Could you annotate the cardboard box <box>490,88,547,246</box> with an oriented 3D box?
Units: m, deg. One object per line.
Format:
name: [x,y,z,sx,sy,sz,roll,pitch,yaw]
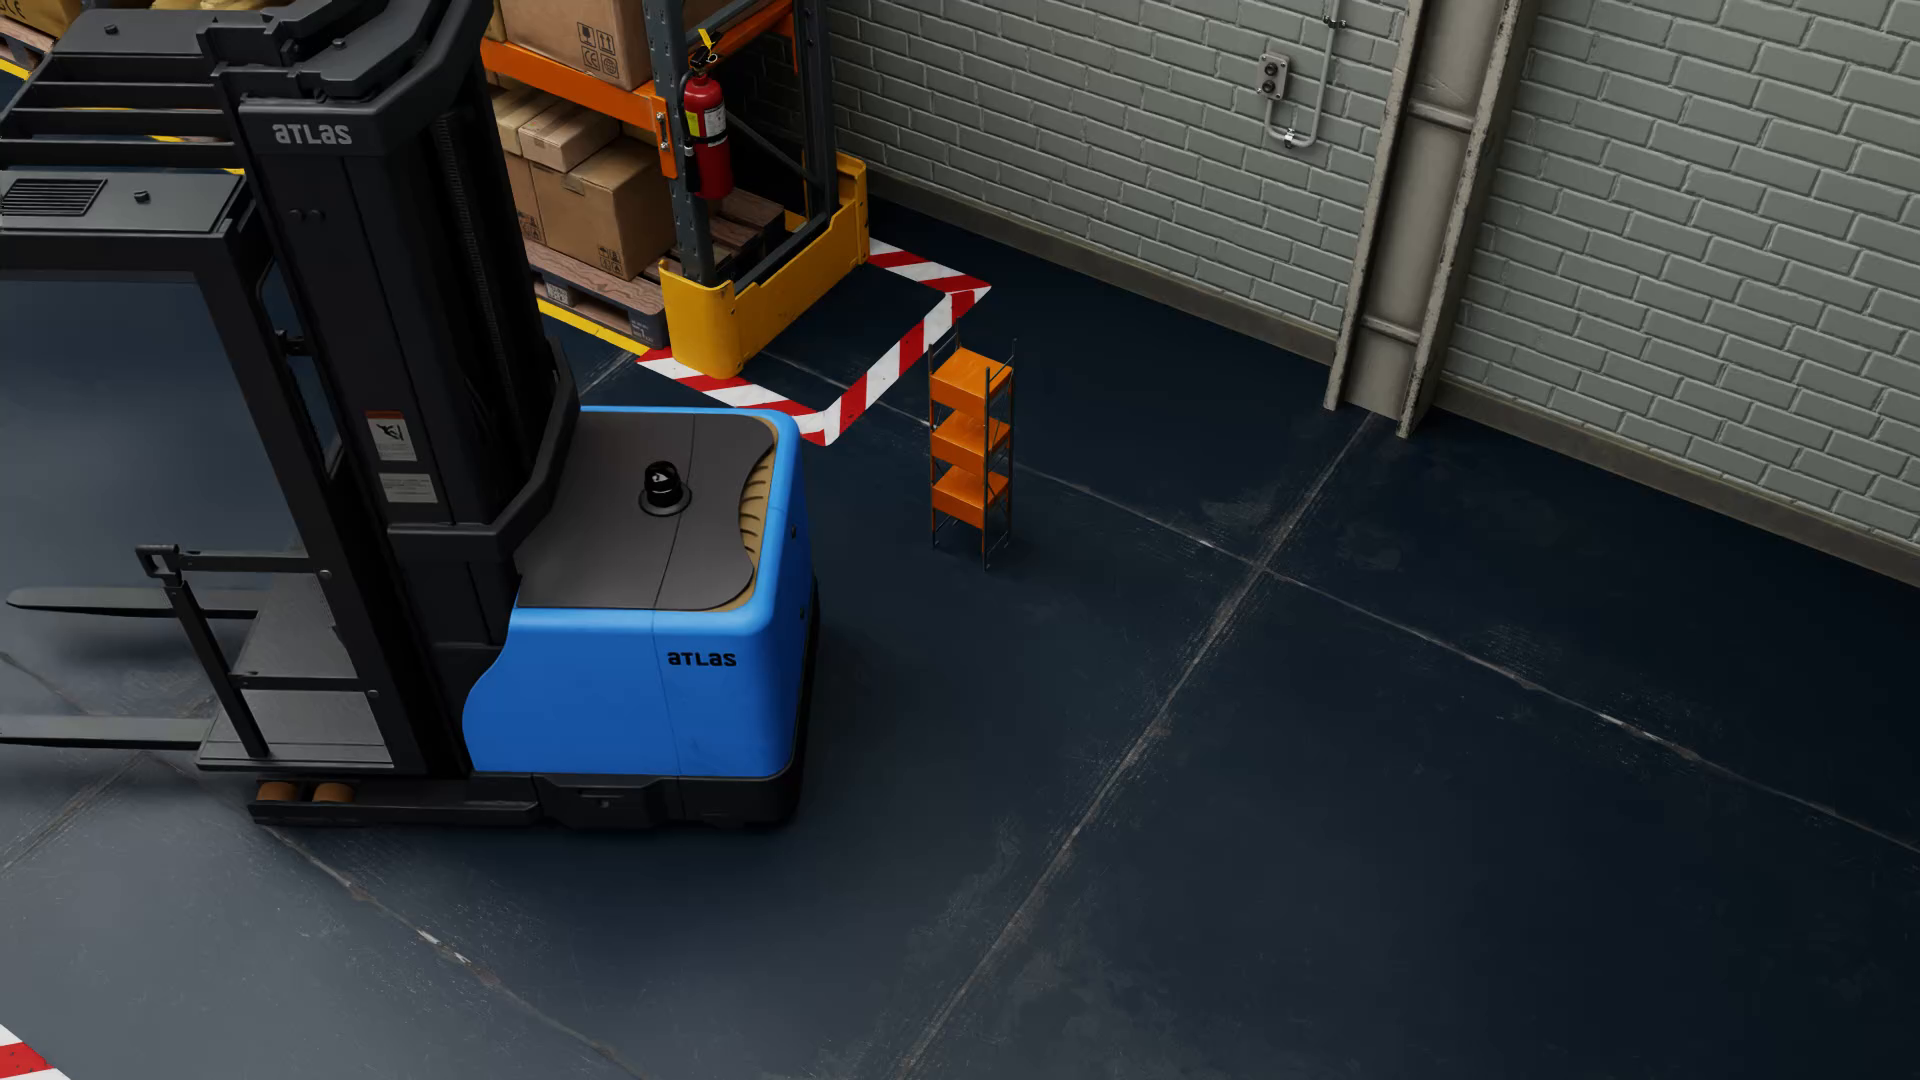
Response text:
cardboard box: [-1.958,-1.852,7.909,0.500,0.500,0.700,25,51,22]

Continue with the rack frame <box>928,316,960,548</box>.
rack frame: [-0.058,-0.392,6.399,0.008,1.050,0.200,25,51,22]

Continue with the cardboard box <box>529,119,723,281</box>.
cardboard box: [-1.536,-1.659,7.720,0.500,0.500,0.700,25,51,22]

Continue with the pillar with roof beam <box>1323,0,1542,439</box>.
pillar with roof beam: [-0.478,-1.141,1.584,0.400,9.000,9.100,25,51,22]

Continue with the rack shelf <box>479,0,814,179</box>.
rack shelf: [-2.577,-2.696,7.780,4.000,0.370,1.077,25,51,22]

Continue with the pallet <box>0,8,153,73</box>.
pallet: [-4.950,-3.003,9.521,1.213,0.211,1.003,25,51,22]

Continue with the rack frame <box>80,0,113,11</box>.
rack frame: [-4.260,-3.721,8.275,0.127,3.000,1.000,25,51,22]

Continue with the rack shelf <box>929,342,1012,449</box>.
rack shelf: [0.045,-0.536,6.157,0.240,0.259,0.215,25,51,22]

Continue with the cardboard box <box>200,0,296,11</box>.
cardboard box: [-3.496,-2.629,8.211,0.250,0.149,0.380,26,51,23]

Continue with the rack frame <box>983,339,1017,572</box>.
rack frame: [0.148,-0.298,6.307,0.008,1.050,0.200,25,51,22]

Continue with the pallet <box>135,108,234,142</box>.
pallet: [-3.662,-2.408,8.943,1.213,0.211,1.003,25,51,22]

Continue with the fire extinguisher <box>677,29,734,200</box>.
fire extinguisher: [-1.015,-1.679,6.604,0.183,0.674,0.296,25,51,22]

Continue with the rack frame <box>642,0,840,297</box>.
rack frame: [-0.893,-2.173,6.770,0.127,3.000,1.000,25,51,22]

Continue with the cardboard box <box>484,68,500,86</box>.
cardboard box: [-2.175,-2.348,7.938,0.250,0.149,0.380,25,51,23]

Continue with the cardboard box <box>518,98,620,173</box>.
cardboard box: [-1.743,-1.824,7.429,0.250,0.149,0.380,24,51,22]

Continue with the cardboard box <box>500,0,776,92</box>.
cardboard box: [-1.328,-2.469,6.848,0.700,0.700,0.980,27,52,24]

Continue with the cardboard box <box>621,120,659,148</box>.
cardboard box: [-1.323,-1.957,7.558,0.250,0.149,0.380,25,51,22]

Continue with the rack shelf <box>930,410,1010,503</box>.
rack shelf: [0.045,-0.338,6.361,0.240,0.259,0.215,25,51,22]

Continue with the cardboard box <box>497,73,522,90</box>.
cardboard box: [-1.960,-2.250,7.843,0.250,0.149,0.380,25,51,22]

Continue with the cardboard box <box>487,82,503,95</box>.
cardboard box: [-2.381,-2.047,8.097,0.500,0.500,0.700,23,50,21]

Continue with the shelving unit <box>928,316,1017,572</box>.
shelving unit: [0.045,-0.345,6.353,0.252,1.050,0.215,25,51,22]

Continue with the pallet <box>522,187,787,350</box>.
pallet: [-1.608,-1.463,8.025,1.213,0.211,1.003,25,51,22]

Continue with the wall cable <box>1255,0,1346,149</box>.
wall cable: [0.695,-2.602,6.479,1.851,1.984,0.084,25,51,22]

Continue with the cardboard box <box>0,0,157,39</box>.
cardboard box: [-4.878,-3.292,9.063,0.750,0.750,0.750,25,51,23]

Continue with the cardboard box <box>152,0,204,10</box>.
cardboard box: [-3.686,-2.645,8.679,0.500,0.500,0.700,25,51,23]

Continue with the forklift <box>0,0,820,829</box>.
forklift: [-2.061,-0.406,5.101,3.031,2.935,1.130,1,46,1]

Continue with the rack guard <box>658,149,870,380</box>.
rack guard: [-0.873,-1.292,7.657,0.348,0.500,1.175,25,51,22]

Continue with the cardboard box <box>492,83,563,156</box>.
cardboard box: [-1.958,-1.923,7.525,0.250,0.149,0.380,26,51,23]

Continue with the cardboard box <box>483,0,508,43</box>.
cardboard box: [-1.946,-2.744,7.115,0.700,0.700,0.980,24,51,22]

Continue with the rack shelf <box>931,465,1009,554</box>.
rack shelf: [0.045,-0.144,6.560,0.240,0.259,0.215,25,51,22]
